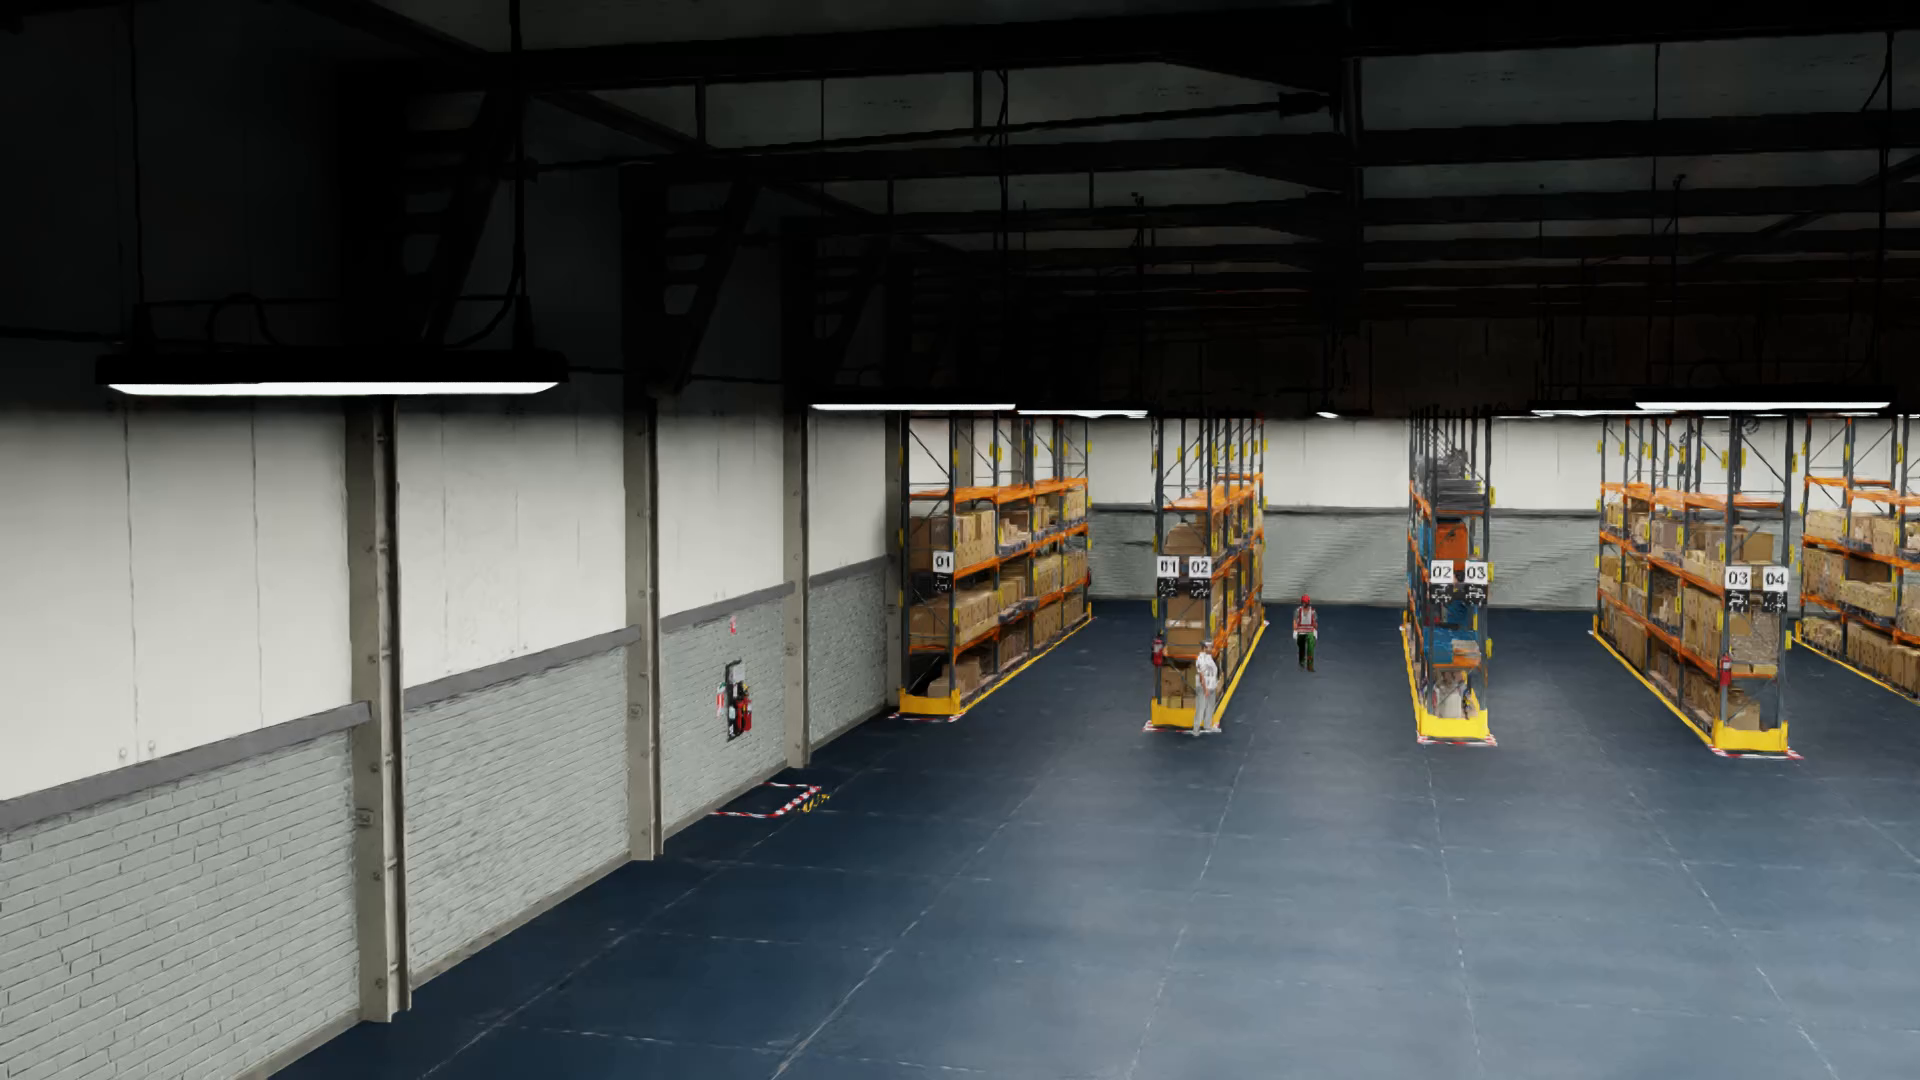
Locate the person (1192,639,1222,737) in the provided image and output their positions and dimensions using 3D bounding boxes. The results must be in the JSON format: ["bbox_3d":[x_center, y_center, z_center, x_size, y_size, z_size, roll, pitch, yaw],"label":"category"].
[{"bbox_3d":[4.463,2.666,30.174,0.413,1.760,0.713,2,5,30],"label":"person"}]

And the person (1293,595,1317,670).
[{"bbox_3d":[7.939,2.105,38.250,0.557,1.705,1.116,1,4,11],"label":"person"}]
